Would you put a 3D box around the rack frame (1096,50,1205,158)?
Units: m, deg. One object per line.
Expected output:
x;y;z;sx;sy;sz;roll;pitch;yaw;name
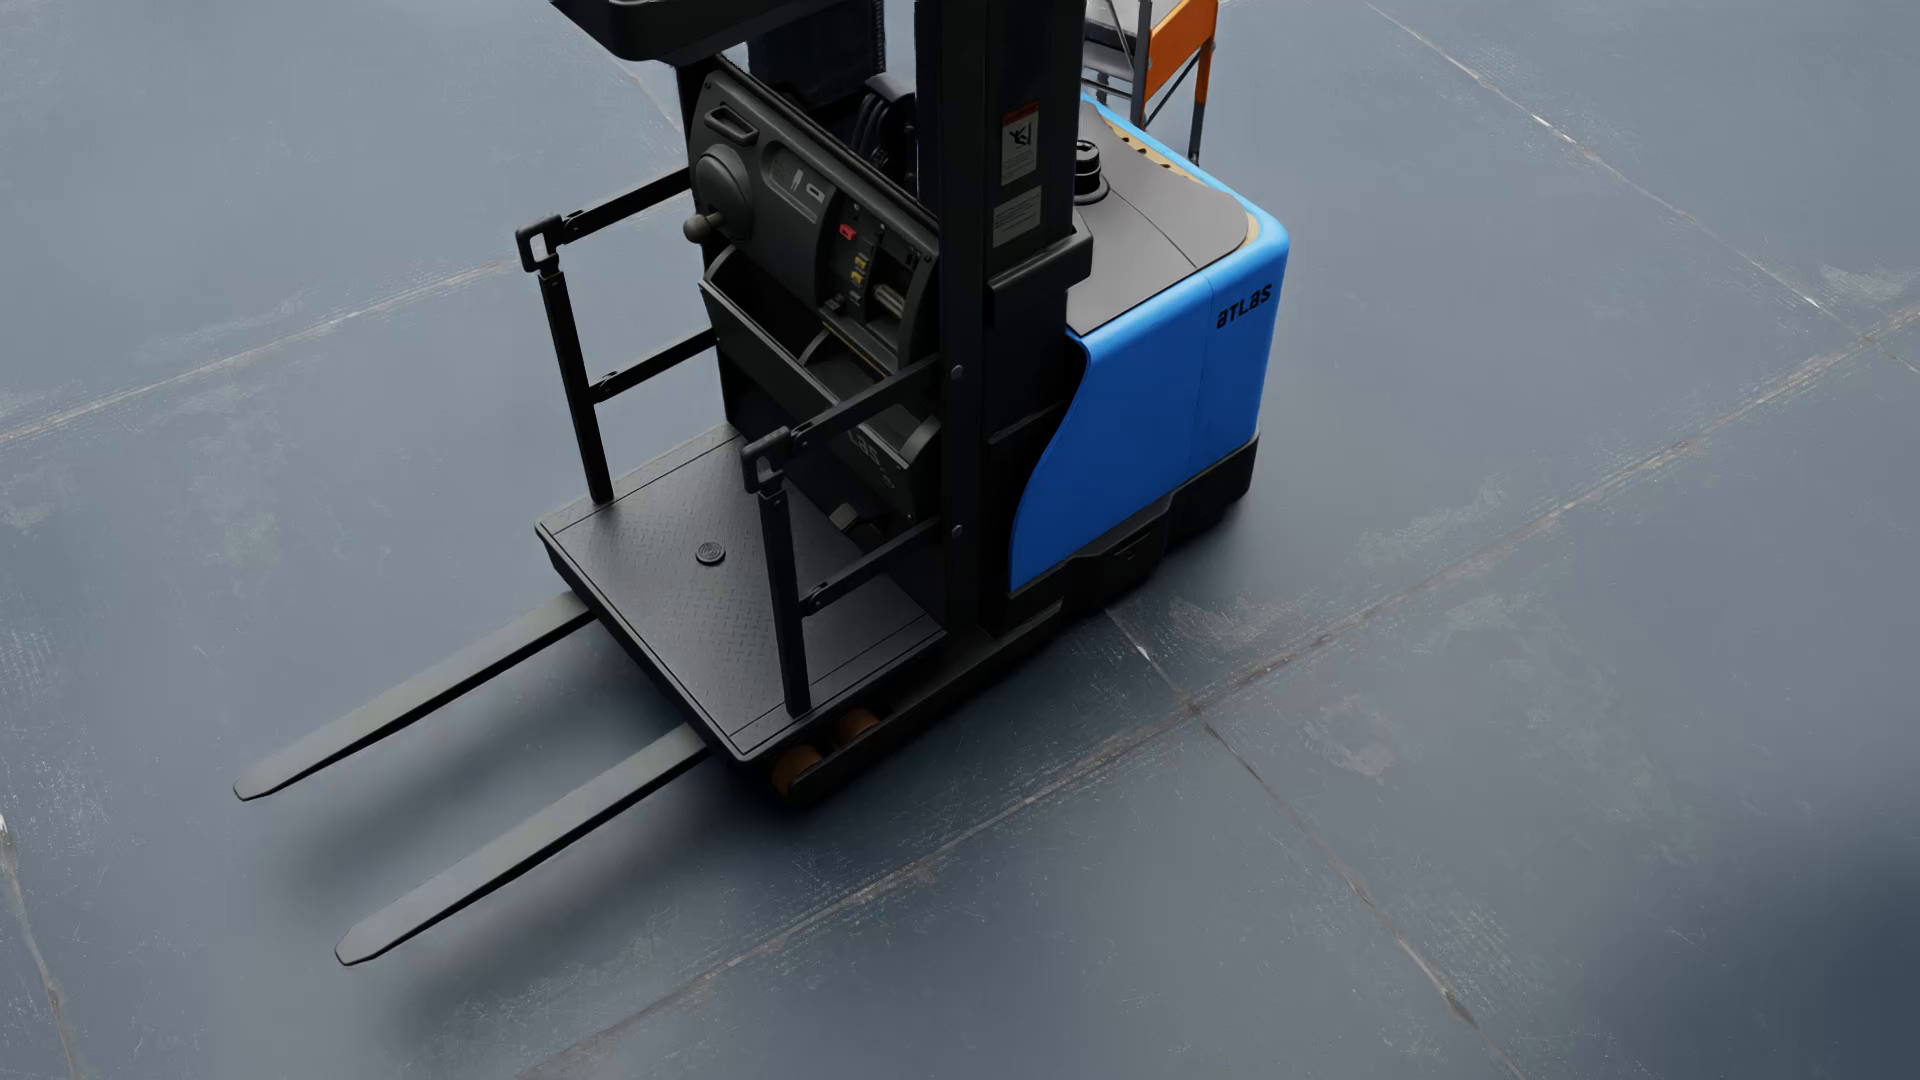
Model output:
0.641;-1.708;5.365;0.400;2.100;0.015;25;53;21;rack frame

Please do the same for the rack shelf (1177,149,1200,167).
0.511;-1.080;5.761;0.431;0.518;0.480;25;53;21;rack shelf

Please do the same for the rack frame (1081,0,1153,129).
0.381;-1.400;5.091;0.400;2.100;0.015;25;53;21;rack frame

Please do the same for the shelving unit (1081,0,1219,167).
0.511;-1.554;5.228;0.431;2.100;0.503;25;53;21;shelving unit

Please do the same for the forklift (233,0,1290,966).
-0.531;-0.700;3.911;3.031;2.935;1.130;-31;55;-25;forklift

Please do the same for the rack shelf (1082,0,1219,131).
0.511;-1.545;5.238;0.431;0.518;0.480;25;53;21;rack shelf
